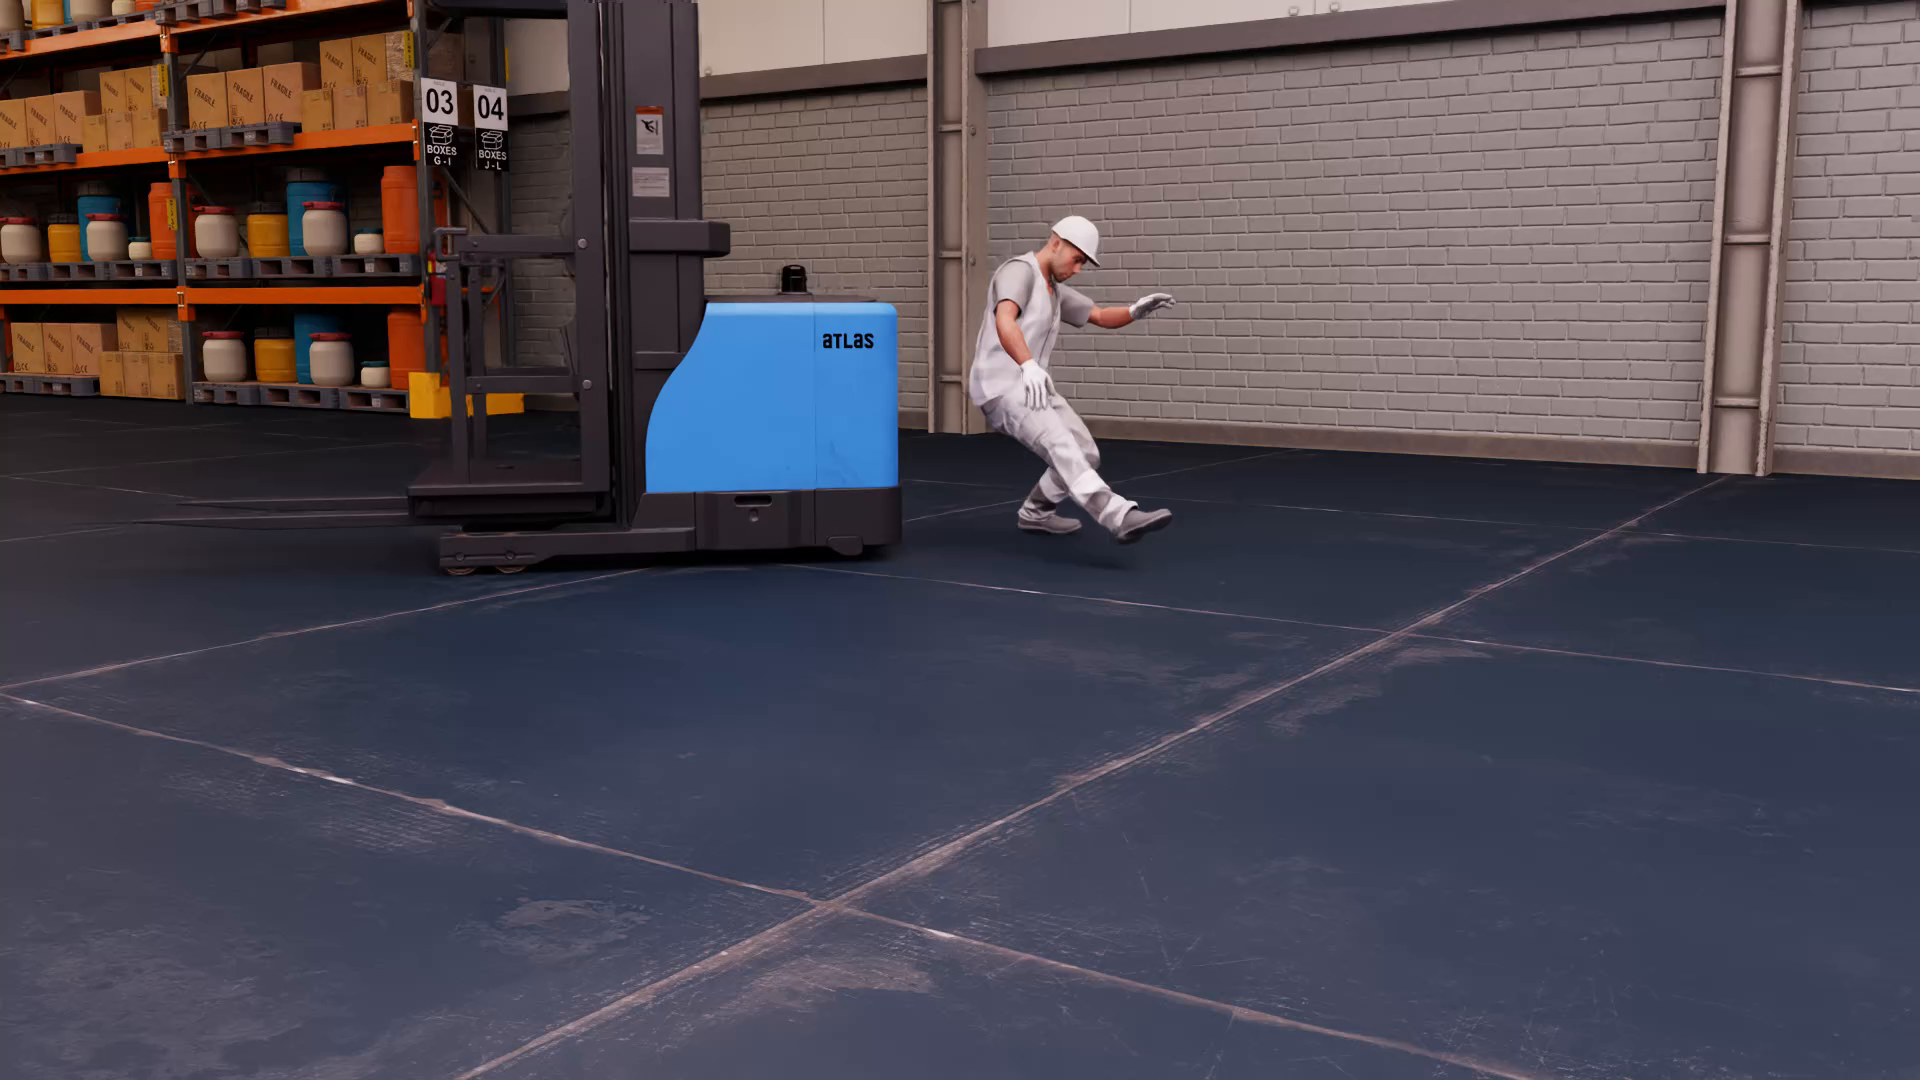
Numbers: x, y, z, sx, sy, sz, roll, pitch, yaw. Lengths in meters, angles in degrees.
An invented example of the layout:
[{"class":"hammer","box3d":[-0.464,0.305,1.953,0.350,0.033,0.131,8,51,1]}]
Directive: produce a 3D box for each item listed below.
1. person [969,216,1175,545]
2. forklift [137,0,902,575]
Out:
[{"class":"person","box3d":[0.578,-0.670,7.181,1.111,1.452,0.981,5,9,30]},{"class":"forklift","box3d":[-1.817,-1.392,6.981,3.031,2.935,1.130,-2,8,-11]}]
